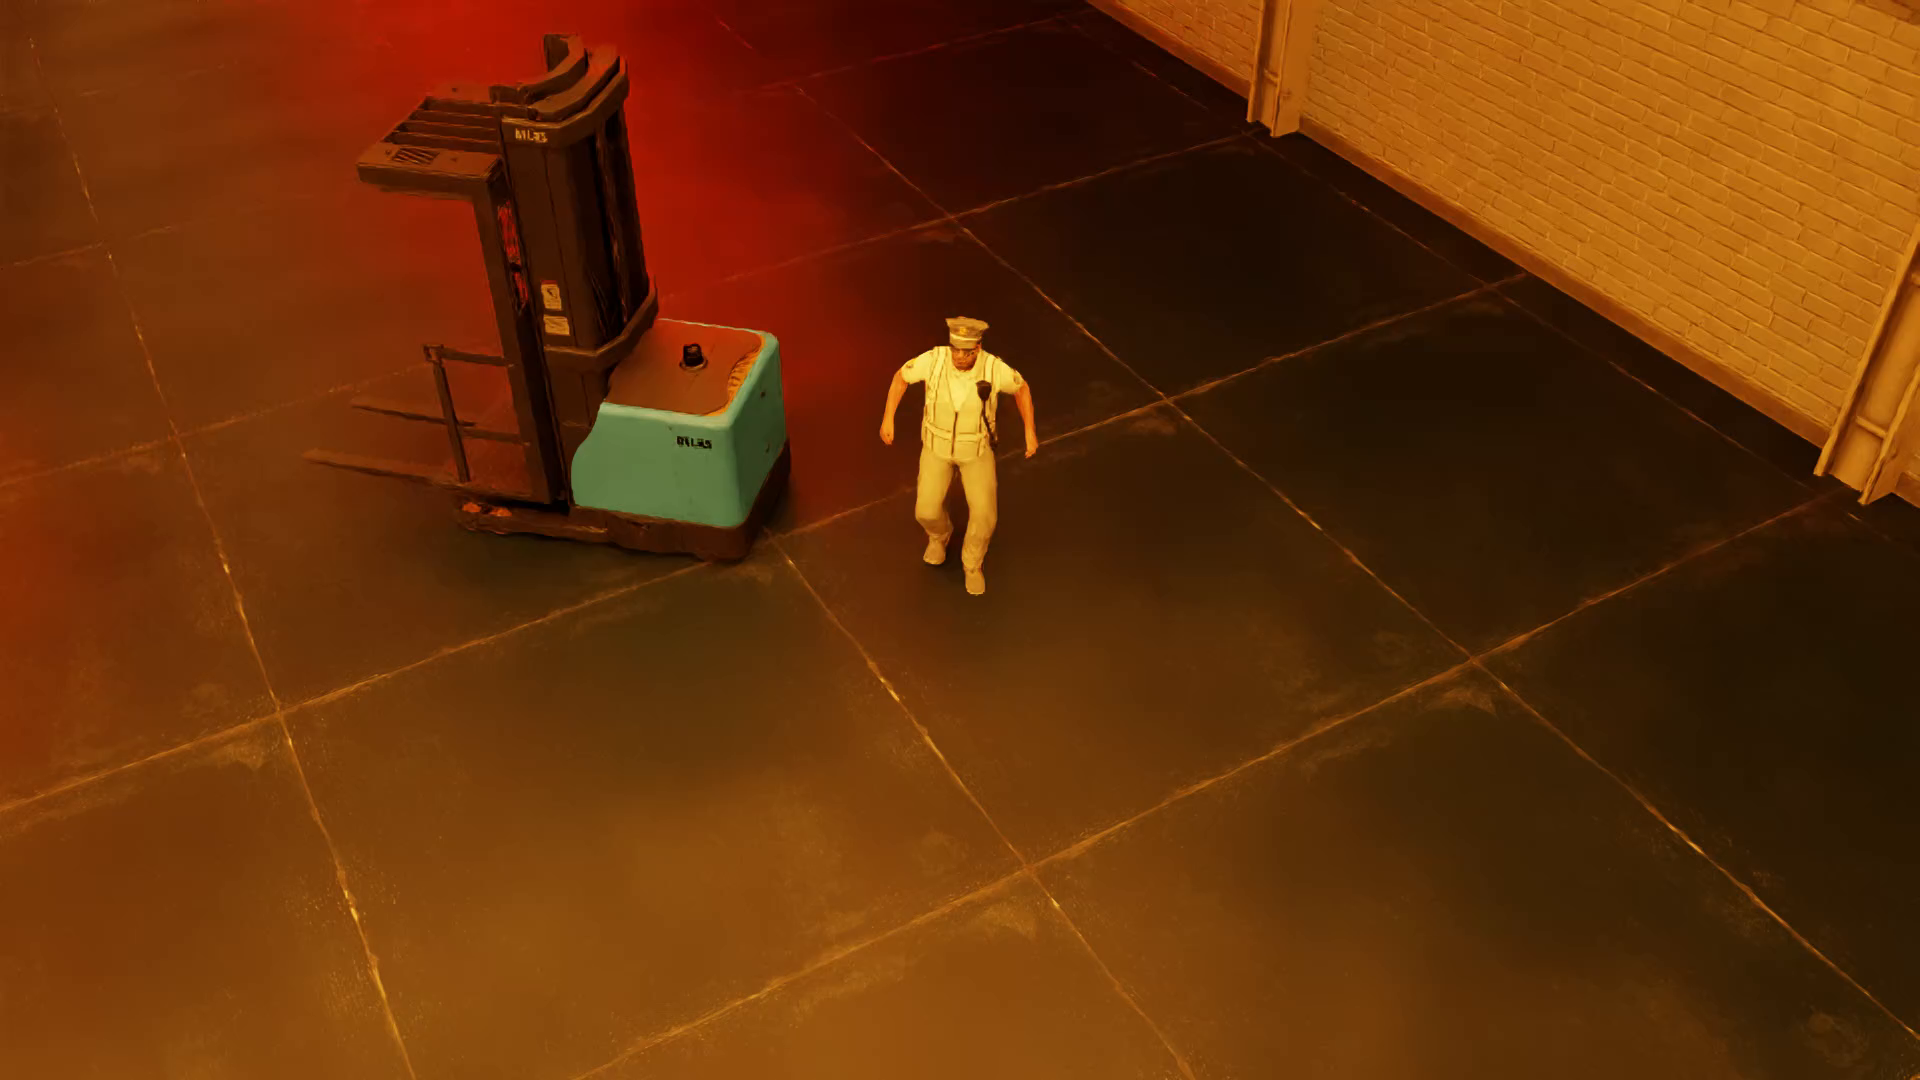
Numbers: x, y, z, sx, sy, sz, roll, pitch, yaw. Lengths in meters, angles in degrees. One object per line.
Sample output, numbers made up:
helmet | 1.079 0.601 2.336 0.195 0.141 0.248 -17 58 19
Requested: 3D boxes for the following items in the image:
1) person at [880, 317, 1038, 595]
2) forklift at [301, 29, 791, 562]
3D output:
person | -0.013 -0.521 9.657 0.913 1.732 0.620 6 40 7
forklift | -2.667 -1.485 9.826 3.031 2.935 1.130 8 40 10
